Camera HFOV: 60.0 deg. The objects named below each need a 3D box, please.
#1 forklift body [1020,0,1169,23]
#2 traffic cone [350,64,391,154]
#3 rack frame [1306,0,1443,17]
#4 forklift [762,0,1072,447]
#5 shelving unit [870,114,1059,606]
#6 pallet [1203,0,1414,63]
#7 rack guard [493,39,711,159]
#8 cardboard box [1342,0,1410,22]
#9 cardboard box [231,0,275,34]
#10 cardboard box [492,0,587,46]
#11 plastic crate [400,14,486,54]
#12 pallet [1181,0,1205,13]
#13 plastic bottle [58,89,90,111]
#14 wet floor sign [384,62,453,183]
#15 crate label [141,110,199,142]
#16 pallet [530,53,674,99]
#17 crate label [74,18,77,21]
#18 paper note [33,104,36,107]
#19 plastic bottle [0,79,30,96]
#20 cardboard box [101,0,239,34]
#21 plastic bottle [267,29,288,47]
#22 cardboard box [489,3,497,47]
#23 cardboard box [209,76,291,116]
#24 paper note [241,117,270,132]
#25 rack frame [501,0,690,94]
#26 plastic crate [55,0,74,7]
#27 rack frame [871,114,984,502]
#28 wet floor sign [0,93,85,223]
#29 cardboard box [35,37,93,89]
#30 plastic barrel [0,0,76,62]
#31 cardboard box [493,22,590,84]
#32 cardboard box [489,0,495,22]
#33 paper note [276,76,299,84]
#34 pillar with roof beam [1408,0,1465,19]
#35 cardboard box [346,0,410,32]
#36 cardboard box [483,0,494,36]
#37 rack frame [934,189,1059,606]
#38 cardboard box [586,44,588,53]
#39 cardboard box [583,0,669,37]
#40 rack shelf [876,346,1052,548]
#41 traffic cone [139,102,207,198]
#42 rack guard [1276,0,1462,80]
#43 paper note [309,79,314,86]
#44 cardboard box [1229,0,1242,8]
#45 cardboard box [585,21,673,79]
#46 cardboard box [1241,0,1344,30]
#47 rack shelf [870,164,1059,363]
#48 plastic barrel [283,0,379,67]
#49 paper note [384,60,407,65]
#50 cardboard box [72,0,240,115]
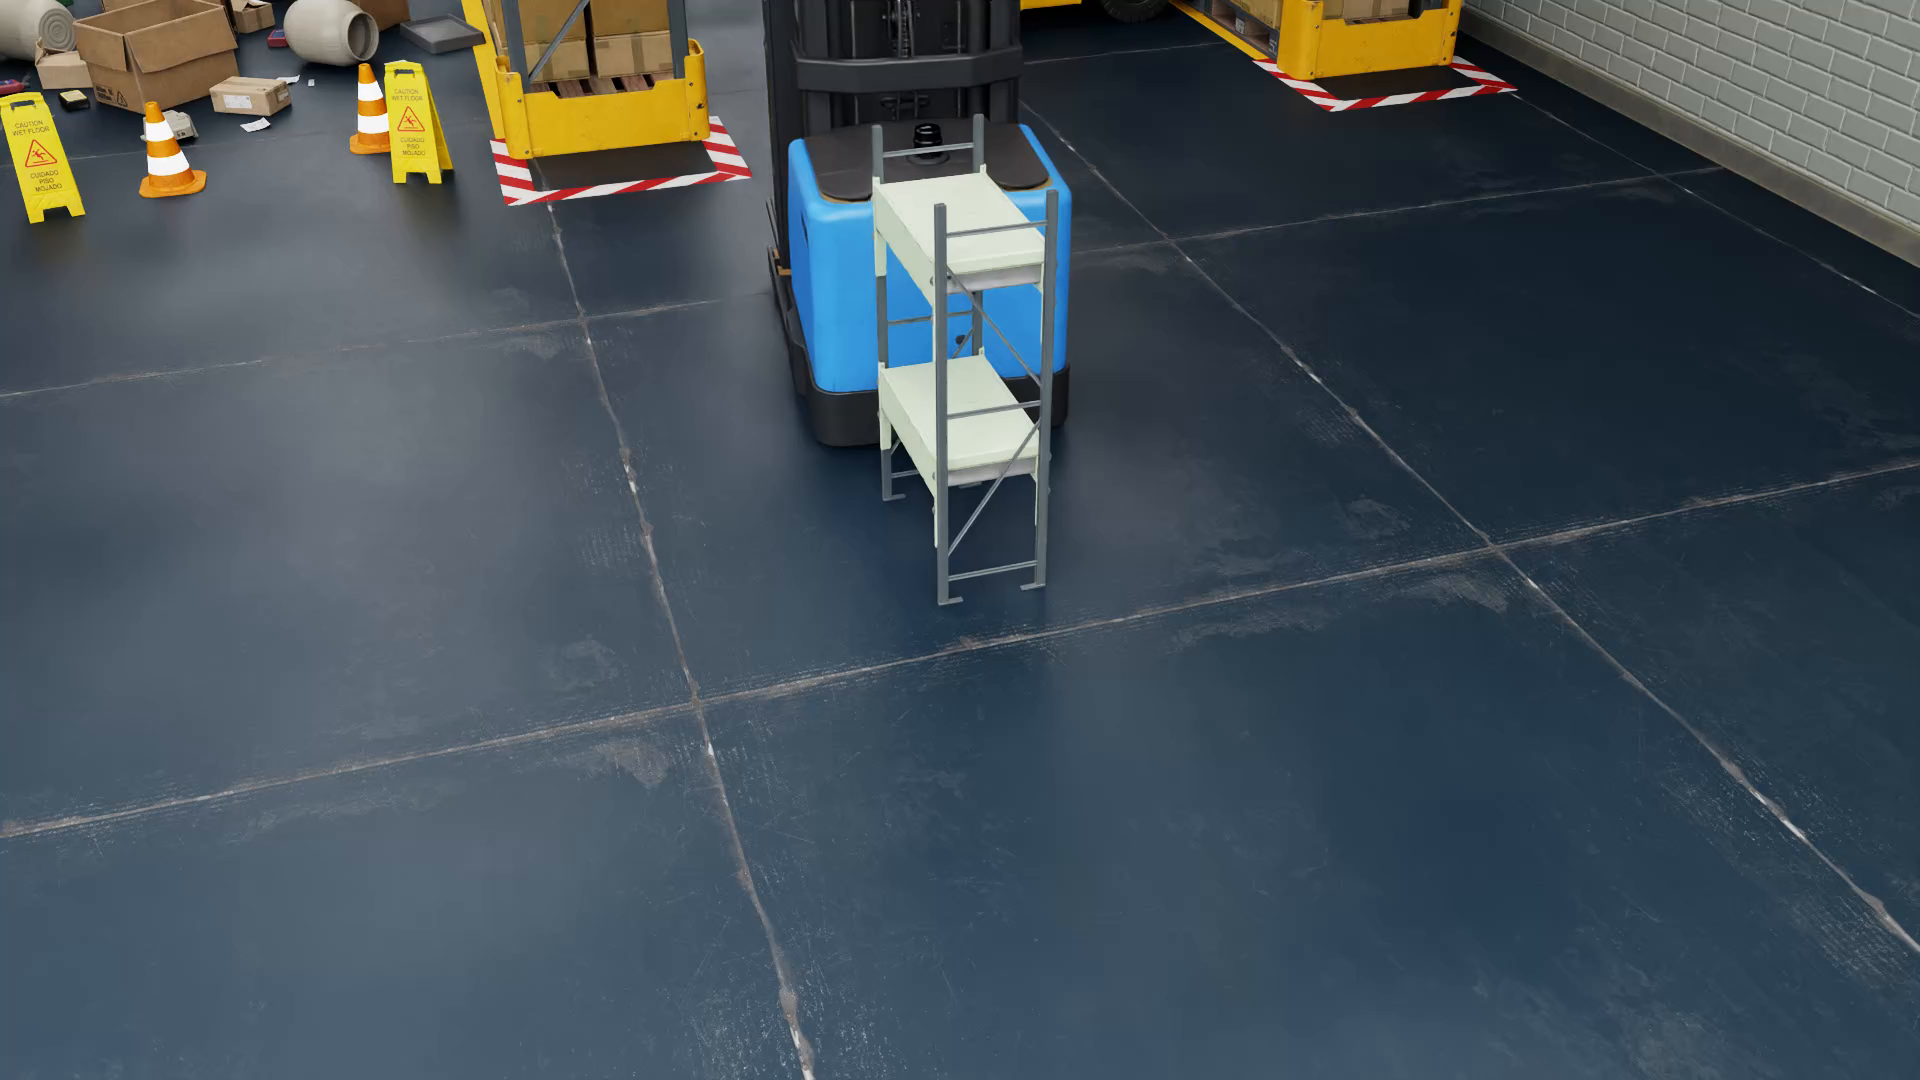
[{"bbox_3d":[0.358,-4.750,11.488,2.313,2.155,1.214,-10,35,-15],"label":"forklift body"},{"bbox_3d":[-3.412,-2.529,9.658,0.336,0.463,0.334,-10,35,-15],"label":"traffic cone"},{"bbox_3d":[2.674,-4.416,10.211,1.000,3.000,0.127,-10,35,-15],"label":"rack frame"},{"bbox_3d":[-0.331,-2.402,7.226,1.130,2.935,3.031,-6,34,-9],"label":"forklift"},{"bbox_3d":[0.002,-0.622,5.831,0.431,1.500,0.755,-10,35,-15],"label":"shelving unit"},{"bbox_3d":[2.401,-3.647,11.577,1.003,0.211,1.213,-10,35,-15],"label":"pallet"},{"bbox_3d":[-2.076,-2.576,9.695,1.175,0.500,0.348,-10,35,-15],"label":"rack guard"},{"bbox_3d":[2.710,-3.734,11.294,0.500,0.250,0.500,-10,35,-15],"label":"cardboard box"},{"bbox_3d":[-5.068,-3.750,11.684,0.396,0.266,0.258,19,38,26],"label":"cardboard box"},{"bbox_3d":[-2.545,-3.297,9.951,0.500,0.500,0.500,-10,35,-14],"label":"cardboard box"},{"bbox_3d":[-3.574,-3.499,11.472,0.402,0.080,0.583,-23,40,-31],"label":"plastic crate"},{"bbox_3d":[2.032,-4.286,12.545,1.003,0.211,1.213,-10,35,-15],"label":"pallet"},{"bbox_3d":[-5.522,-2.743,10.346,0.133,0.061,0.283,-23,40,-31],"label":"plastic bottle"},{"bbox_3d":[-3.013,-2.317,9.171,0.267,0.644,0.232,1,33,2],"label":"wet floor sign"},{"bbox_3d":[-4.664,-2.431,9.804,0.298,0.136,0.250,27,42,34],"label":"crate label"},{"bbox_3d":[-2.290,-2.888,10.429,1.003,0.211,1.213,-10,35,-15],"label":"pallet"},{"bbox_3d":[-6.226,-3.518,11.449,0.250,0.136,0.298,19,38,26],"label":"crate label"},{"bbox_3d":[-5.754,-2.685,10.304,0.032,0.001,0.123,7,34,10],"label":"paper note"},{"bbox_3d":[-6.051,-2.862,10.525,0.283,0.061,0.133,-23,40,-31],"label":"plastic bottle"},{"bbox_3d":[-5.292,-3.580,11.088,0.797,0.637,0.503,-10,35,-15],"label":"cardboard box"},{"bbox_3d":[-4.665,-3.460,11.431,0.133,0.061,0.283,-4,34,-6],"label":"plastic bottle"},{"bbox_3d":[-2.706,-3.259,10.575,0.500,0.250,0.500,-10,35,-15],"label":"cardboard box"},{"bbox_3d":[-4.376,-2.738,10.258,0.380,0.149,0.250,7,34,10],"label":"cardboard box"},{"bbox_3d":[-4.236,-2.502,10.008,0.148,0.019,0.142,-23,40,-31],"label":"paper note"},{"bbox_3d":[-2.052,-3.579,8.945,1.000,3.000,0.127,-10,35,-15],"label":"rack frame"},{"bbox_3d":[-6.655,-3.773,11.738,0.450,0.188,0.662,-2,32,16],"label":"plastic crate"},{"bbox_3d":[-0.110,-0.814,6.122,0.400,1.500,0.023,-10,35,-15],"label":"rack frame"},{"bbox_3d":[-4.841,-2.029,8.735,0.267,0.644,0.232,-16,37,-23],"label":"wet floor sign"},{"bbox_3d":[-5.677,-3.060,10.640,0.396,0.266,0.258,-4,34,-6],"label":"cardboard box"},{"bbox_3d":[-6.149,-3.381,10.983,0.512,0.421,0.421,13,36,18],"label":"plastic barrel"},{"bbox_3d":[-2.562,-2.999,10.180,0.500,0.250,0.500,-10,35,-15],"label":"cardboard box"},{"bbox_3d":[-2.707,-3.570,10.365,0.500,0.500,0.500,-9,34,-13],"label":"cardboard box"},{"bbox_3d":[-4.353,-2.968,10.724,0.148,0.019,0.142,1,33,2],"label":"paper note"},{"bbox_3d":[-0.780,-6.712,8.244,9.100,9.000,0.400,-10,35,-15],"label":"pillar with roof beam"},{"bbox_3d":[-4.241,-3.846,11.614,0.500,0.500,0.500,13,36,18],"label":"cardboard box"},{"bbox_3d":[-2.871,-3.533,10.989,0.500,0.250,0.500,-11,35,-16],"label":"cardboard box"},{"bbox_3d":[0.114,-0.430,5.540,0.400,1.500,0.023,-10,35,-15],"label":"rack frame"},{"bbox_3d":[-2.184,-3.346,10.706,0.500,0.250,0.500,-9,34,-13],"label":"cardboard box"},{"bbox_3d":[-2.043,-3.402,10.111,0.500,0.500,0.500,-11,35,-16],"label":"cardboard box"},{"bbox_3d":[0.002,-0.350,6.011,0.431,0.370,0.720,-10,35,-15],"label":"rack shelf"},{"bbox_3d":[-4.365,-2.164,9.105,0.336,0.463,0.334,-10,35,-15],"label":"traffic cone"},{"bbox_3d":[2.681,-3.360,10.881,1.175,0.500,0.348,-10,35,-15],"label":"rack guard"},{"bbox_3d":[-4.171,-2.942,10.693,0.032,0.001,0.123,-10,35,-15],"label":"paper note"},{"bbox_3d":[2.087,-3.900,11.544,0.500,0.250,0.500,-10,35,-15],"label":"cardboard box"},{"bbox_3d":[-2.035,-3.077,10.299,0.500,0.250,0.500,-10,35,-15],"label":"cardboard box"},{"bbox_3d":[2.229,-3.637,11.147,0.500,0.250,0.500,-10,35,-14],"label":"cardboard box"},{"bbox_3d":[0.002,-0.948,5.616,0.431,0.370,0.720,-10,35,-15],"label":"rack shelf"},{"bbox_3d":[-4.124,-3.334,10.911,0.512,0.421,0.421,13,36,18],"label":"plastic barrel"},{"bbox_3d":[-3.716,-3.152,10.993,0.142,0.019,0.148,-23,40,-31],"label":"paper note"},{"bbox_3d":[-4.999,-3.034,10.385,0.637,0.503,0.797,19,38,26],"label":"cardboard box"}]
